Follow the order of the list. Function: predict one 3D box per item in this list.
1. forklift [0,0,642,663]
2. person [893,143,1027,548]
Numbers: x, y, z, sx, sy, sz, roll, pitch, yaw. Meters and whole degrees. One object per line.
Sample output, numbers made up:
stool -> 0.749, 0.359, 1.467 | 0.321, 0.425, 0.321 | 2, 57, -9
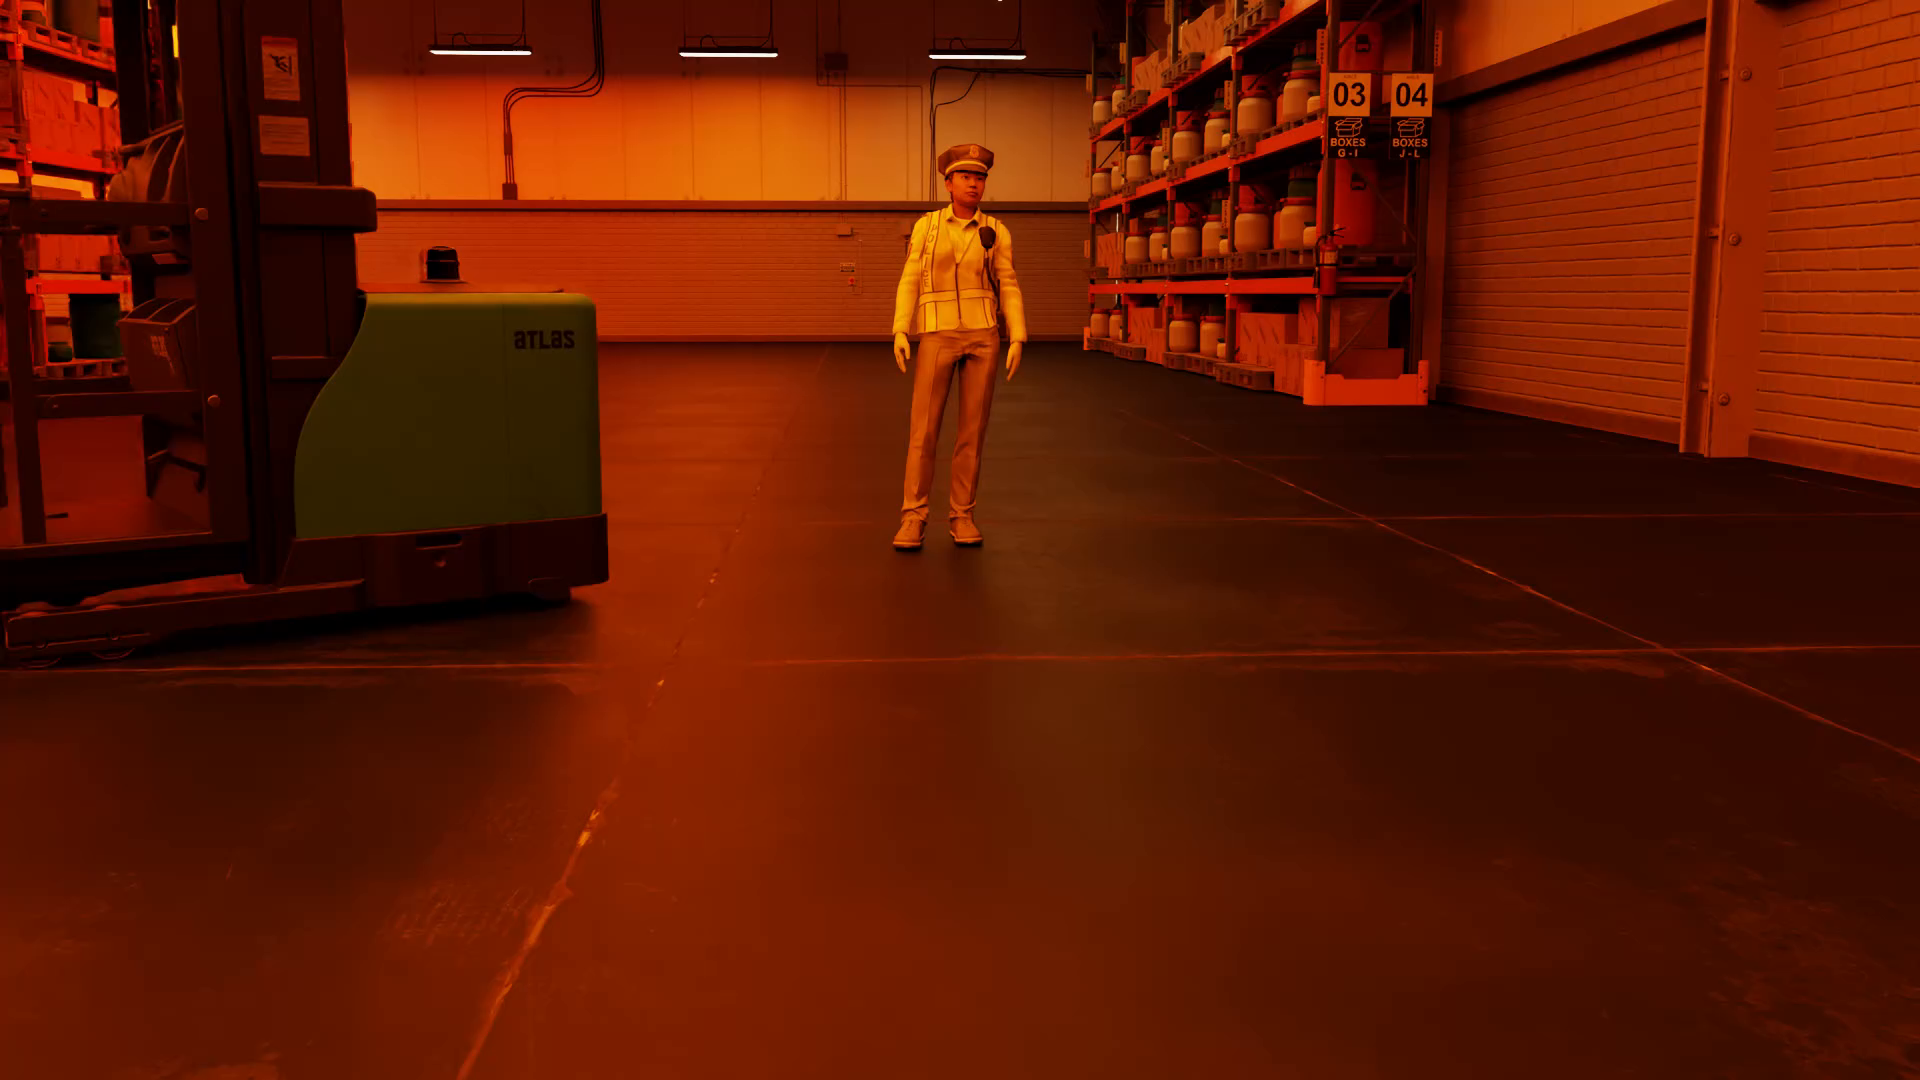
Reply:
forklift -> -2.634, -1.177, 5.254 | 3.031, 2.935, 1.130 | -6, 10, -35
person -> -0.002, -0.835, 7.117 | 0.588, 1.696, 0.532 | -1, 8, -4
